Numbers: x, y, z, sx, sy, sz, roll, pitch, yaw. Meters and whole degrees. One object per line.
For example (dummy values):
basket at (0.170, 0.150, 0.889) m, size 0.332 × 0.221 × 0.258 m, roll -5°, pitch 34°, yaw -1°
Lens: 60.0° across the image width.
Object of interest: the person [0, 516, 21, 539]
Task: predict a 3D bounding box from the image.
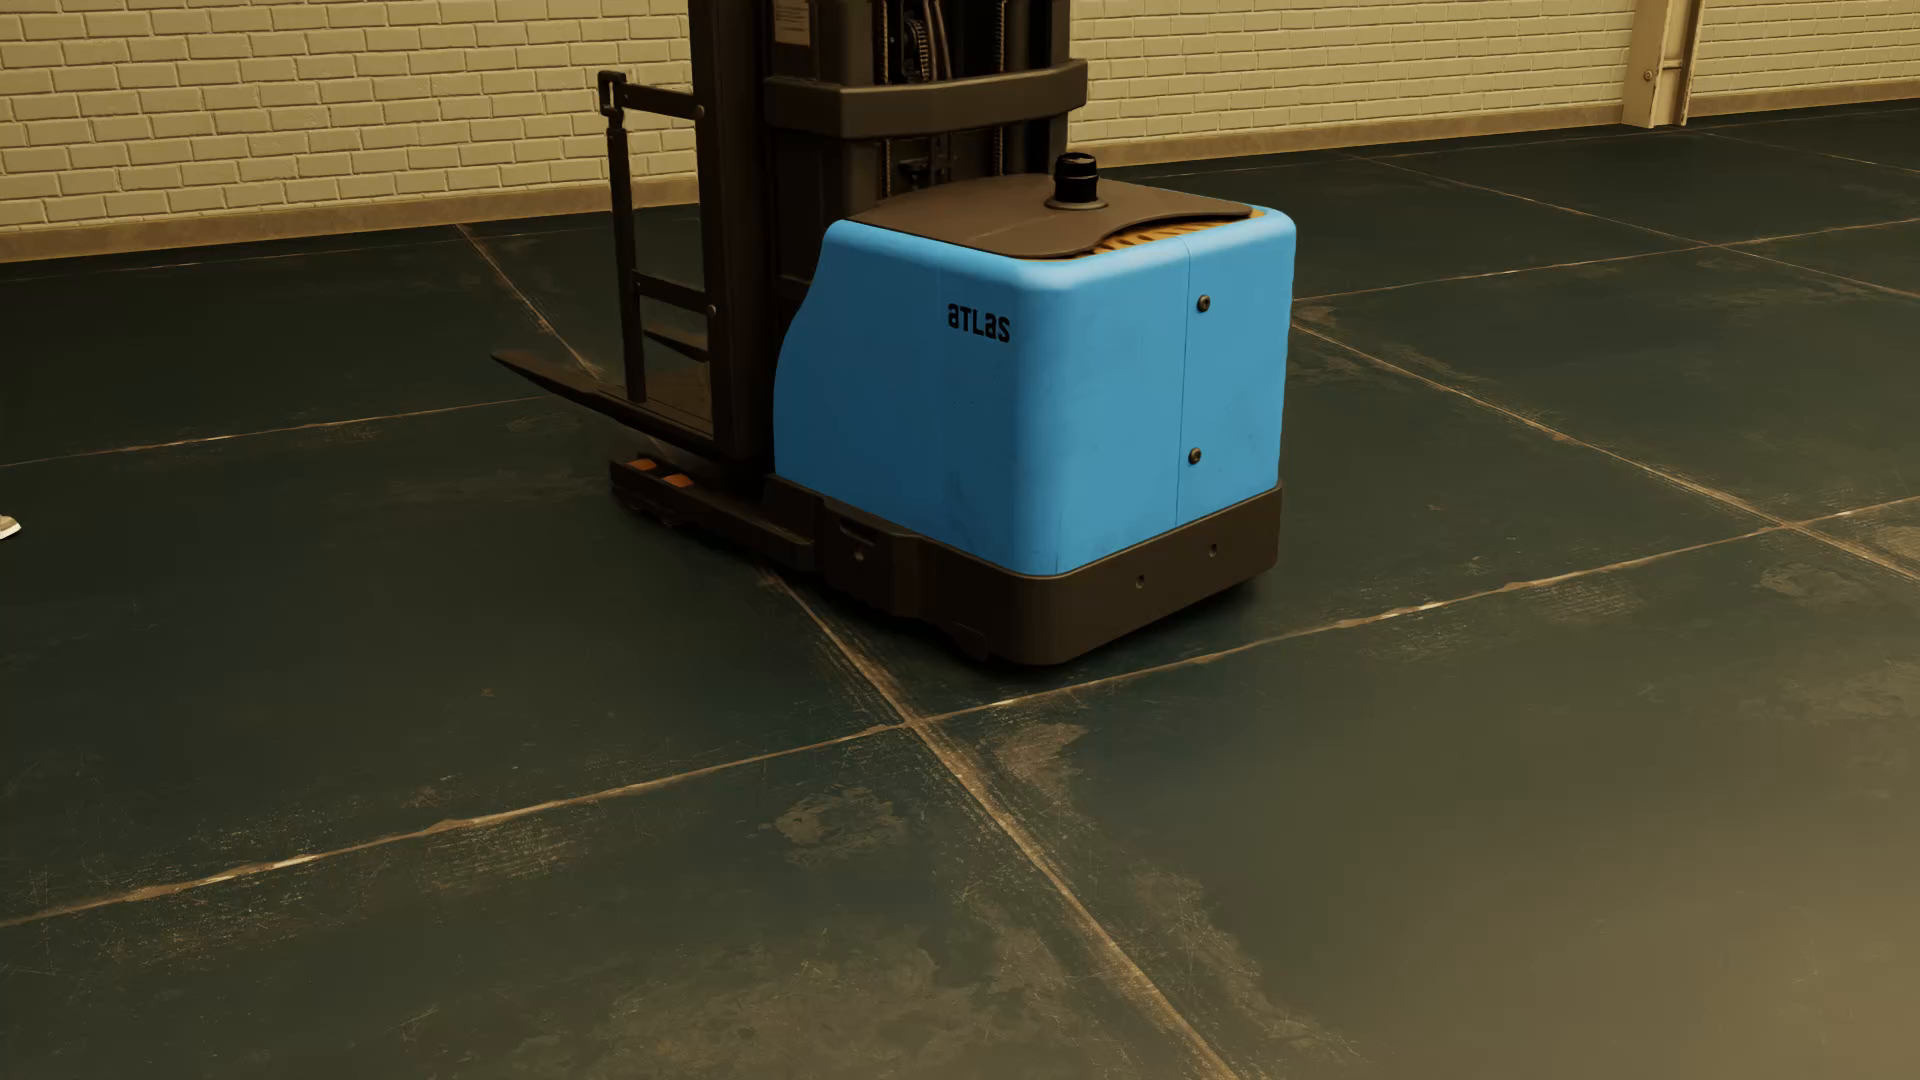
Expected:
person at (-3.031, -0.701, 4.711) m, size 0.313 × 1.603 × 0.405 m, roll -5°, pitch 23°, yaw -11°

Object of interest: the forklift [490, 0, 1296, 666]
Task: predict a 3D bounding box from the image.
forklift at (-0.471, -1.514, 4.930) m, size 1.130 × 2.935 × 3.031 m, roll -20°, pitch 30°, yaw -40°
